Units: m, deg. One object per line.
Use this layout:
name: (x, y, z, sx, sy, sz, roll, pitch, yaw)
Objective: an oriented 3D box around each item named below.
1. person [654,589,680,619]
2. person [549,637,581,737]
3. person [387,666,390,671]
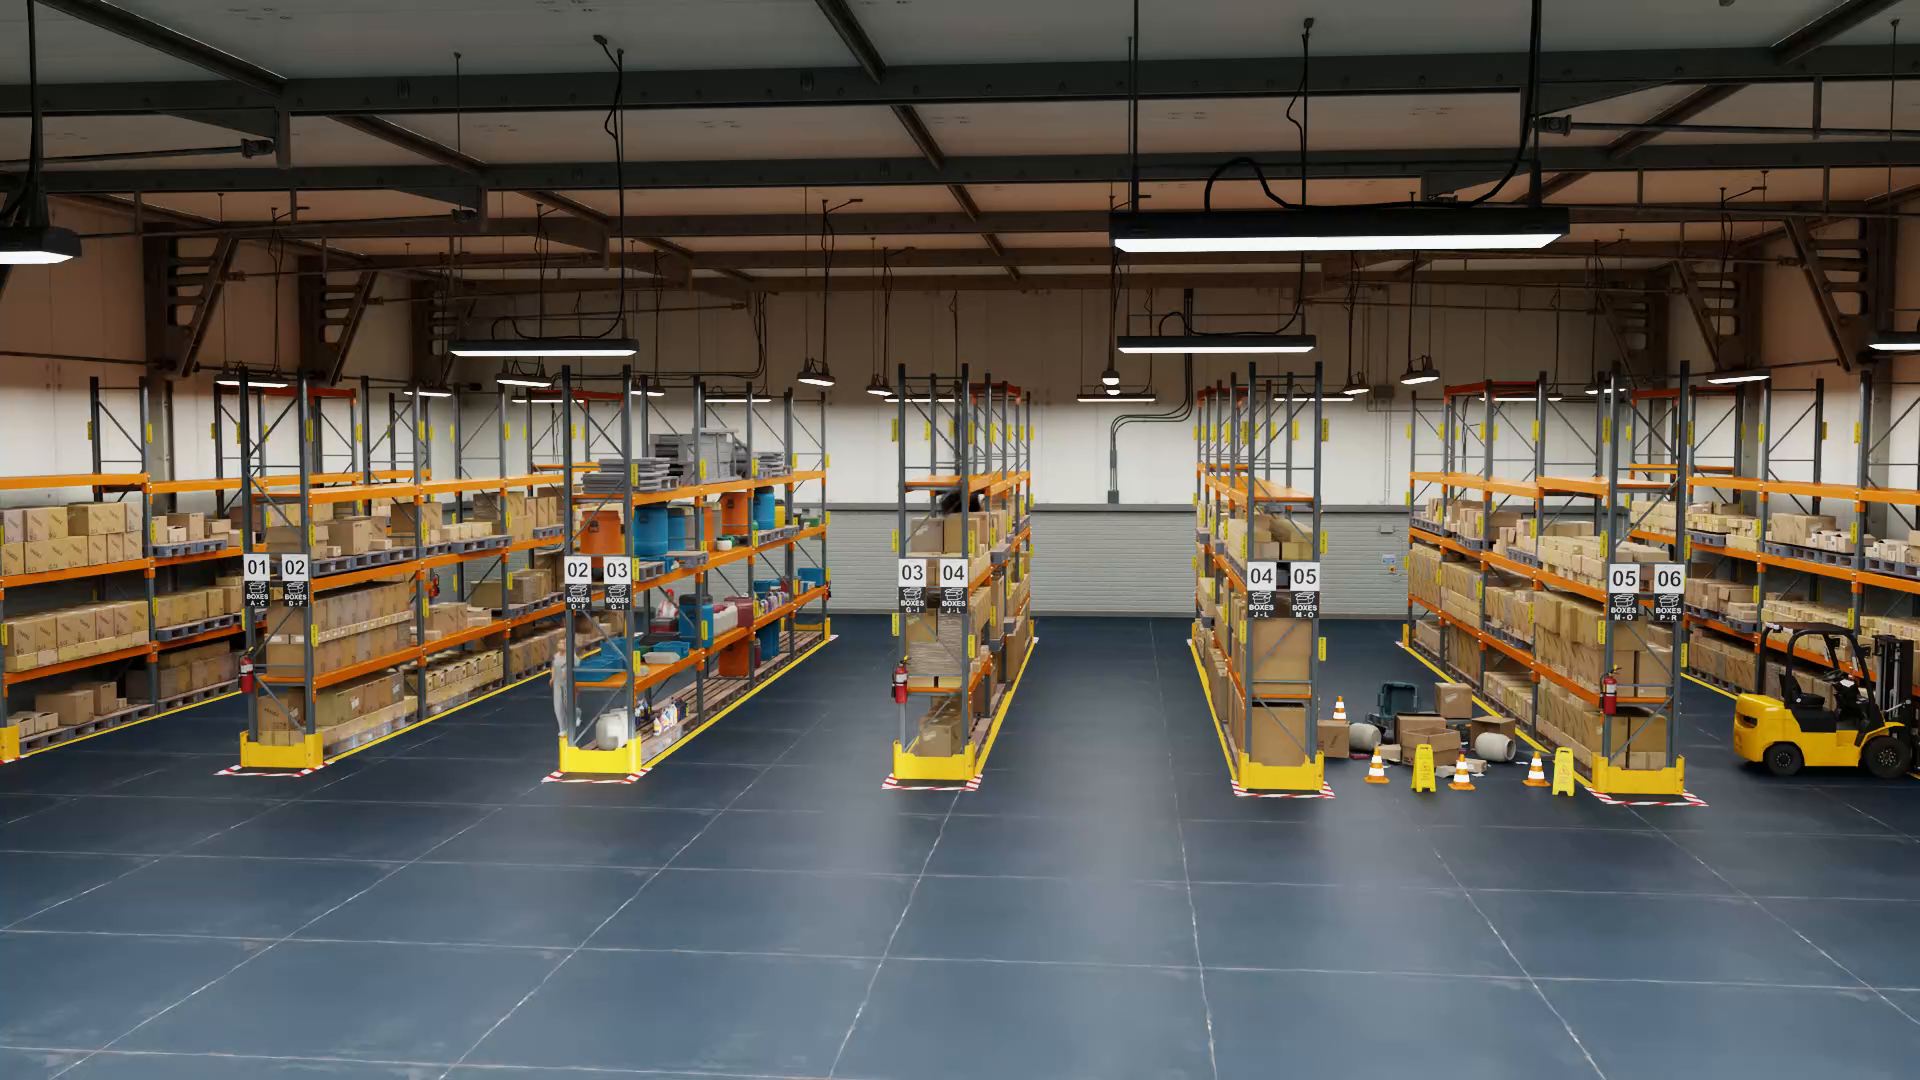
person: (-5.983, 1.889, 34.286, 0.655, 1.772, 0.980, 0, 4, 3)
person: (-6.540, 2.412, 27.586, 0.563, 1.632, 0.697, 1, 4, 14)
person: (-11.695, 2.054, 33.351, 0.561, 1.618, 0.562, 1, 4, 9)
